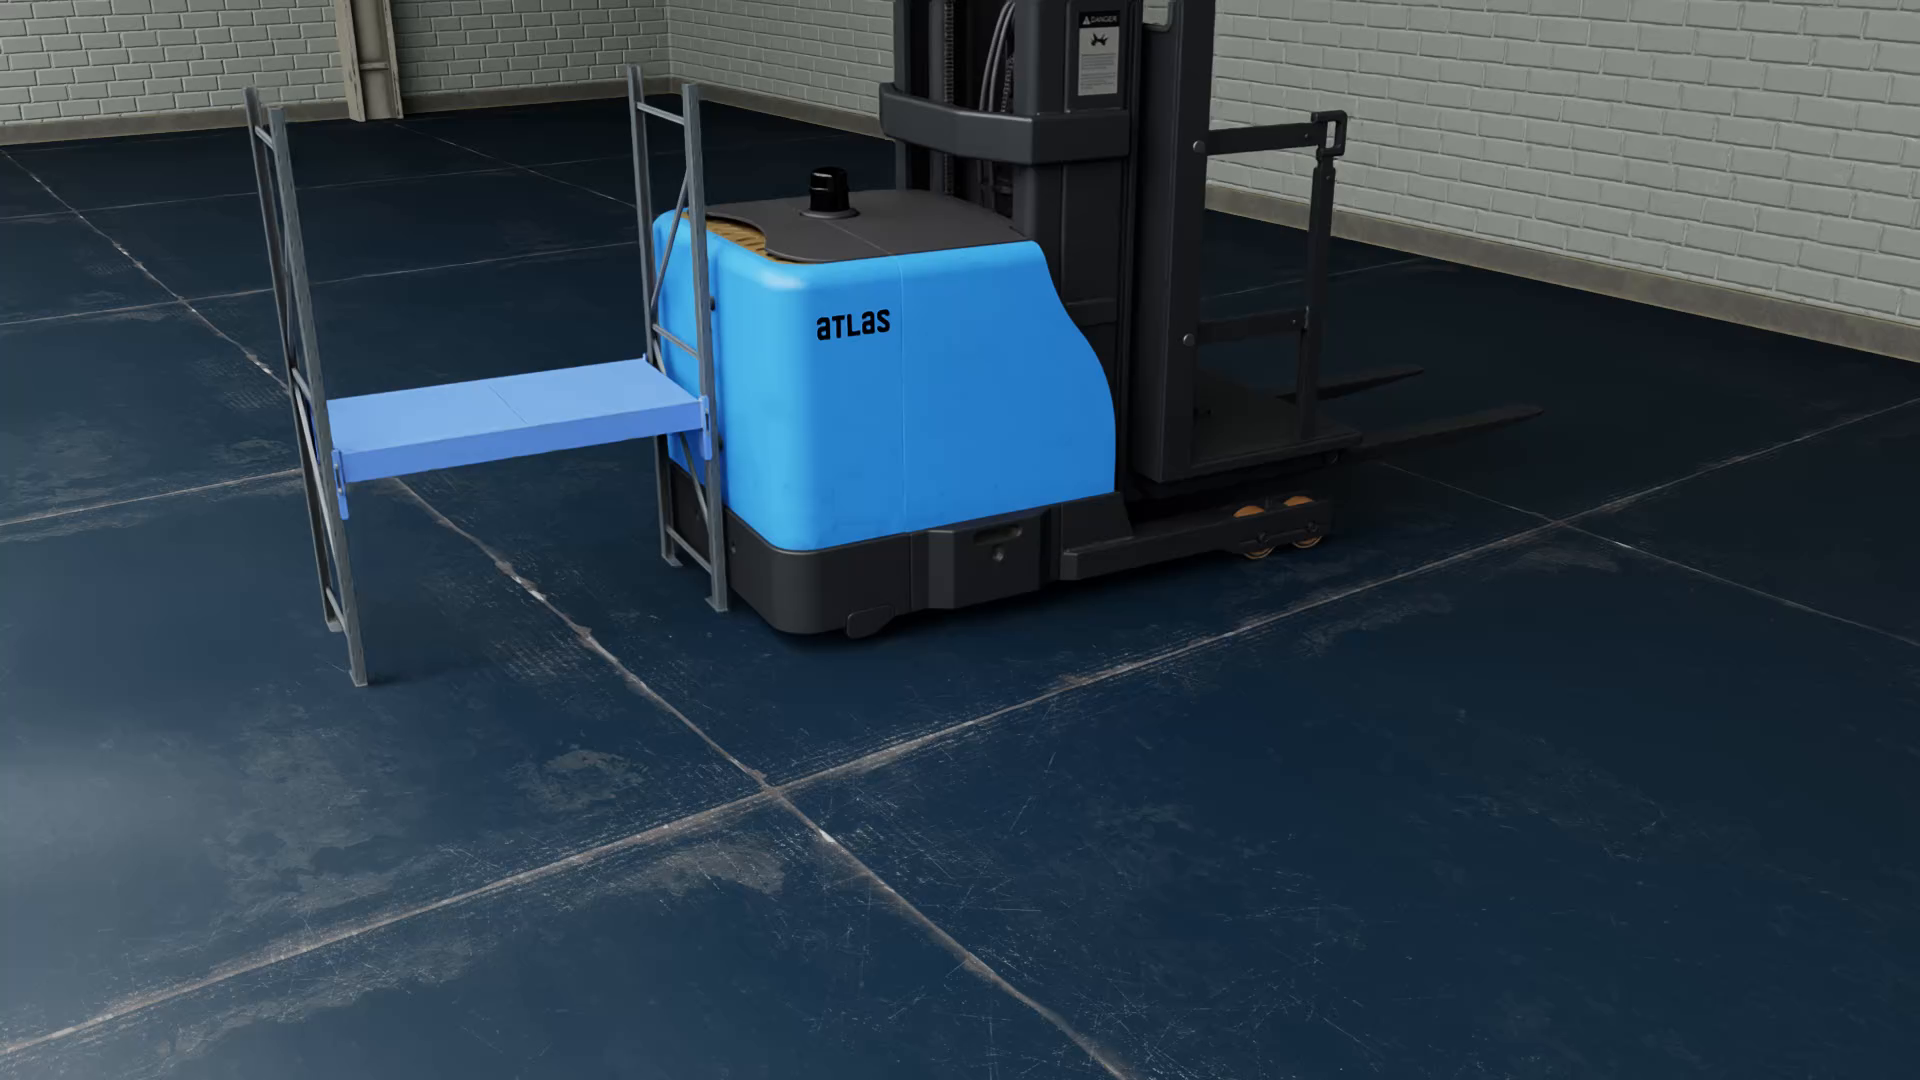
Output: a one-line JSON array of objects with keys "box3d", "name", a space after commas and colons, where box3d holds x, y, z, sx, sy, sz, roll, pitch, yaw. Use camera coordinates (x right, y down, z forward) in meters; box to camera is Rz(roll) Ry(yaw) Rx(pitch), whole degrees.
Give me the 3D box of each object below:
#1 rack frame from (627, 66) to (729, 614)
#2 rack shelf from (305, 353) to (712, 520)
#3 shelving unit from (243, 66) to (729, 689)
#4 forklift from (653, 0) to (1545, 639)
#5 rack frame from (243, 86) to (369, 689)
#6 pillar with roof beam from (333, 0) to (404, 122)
[{"box3d": [-0.811, -0.565, 4.790, 0.032, 1.500, 0.500, -11, 24, -26], "name": "rack frame"}, {"box3d": [-1.258, -0.308, 4.631, 1.000, 0.185, 0.538, -11, 24, -26], "name": "rack shelf"}, {"box3d": [-1.258, -0.475, 4.564, 1.048, 1.500, 0.538, -11, 24, -26], "name": "shelving unit"}, {"box3d": [0.610, -1.460, 5.101, 3.031, 2.935, 1.130, -11, 24, -26], "name": "forklift"}, {"box3d": [-1.705, -0.386, 4.339, 0.032, 1.500, 0.500, -11, 24, -26], "name": "rack frame"}, {"box3d": [-2.689, -6.648, 9.915, 0.400, 9.000, 9.100, -15, 26, -33], "name": "pillar with roof beam"}]
